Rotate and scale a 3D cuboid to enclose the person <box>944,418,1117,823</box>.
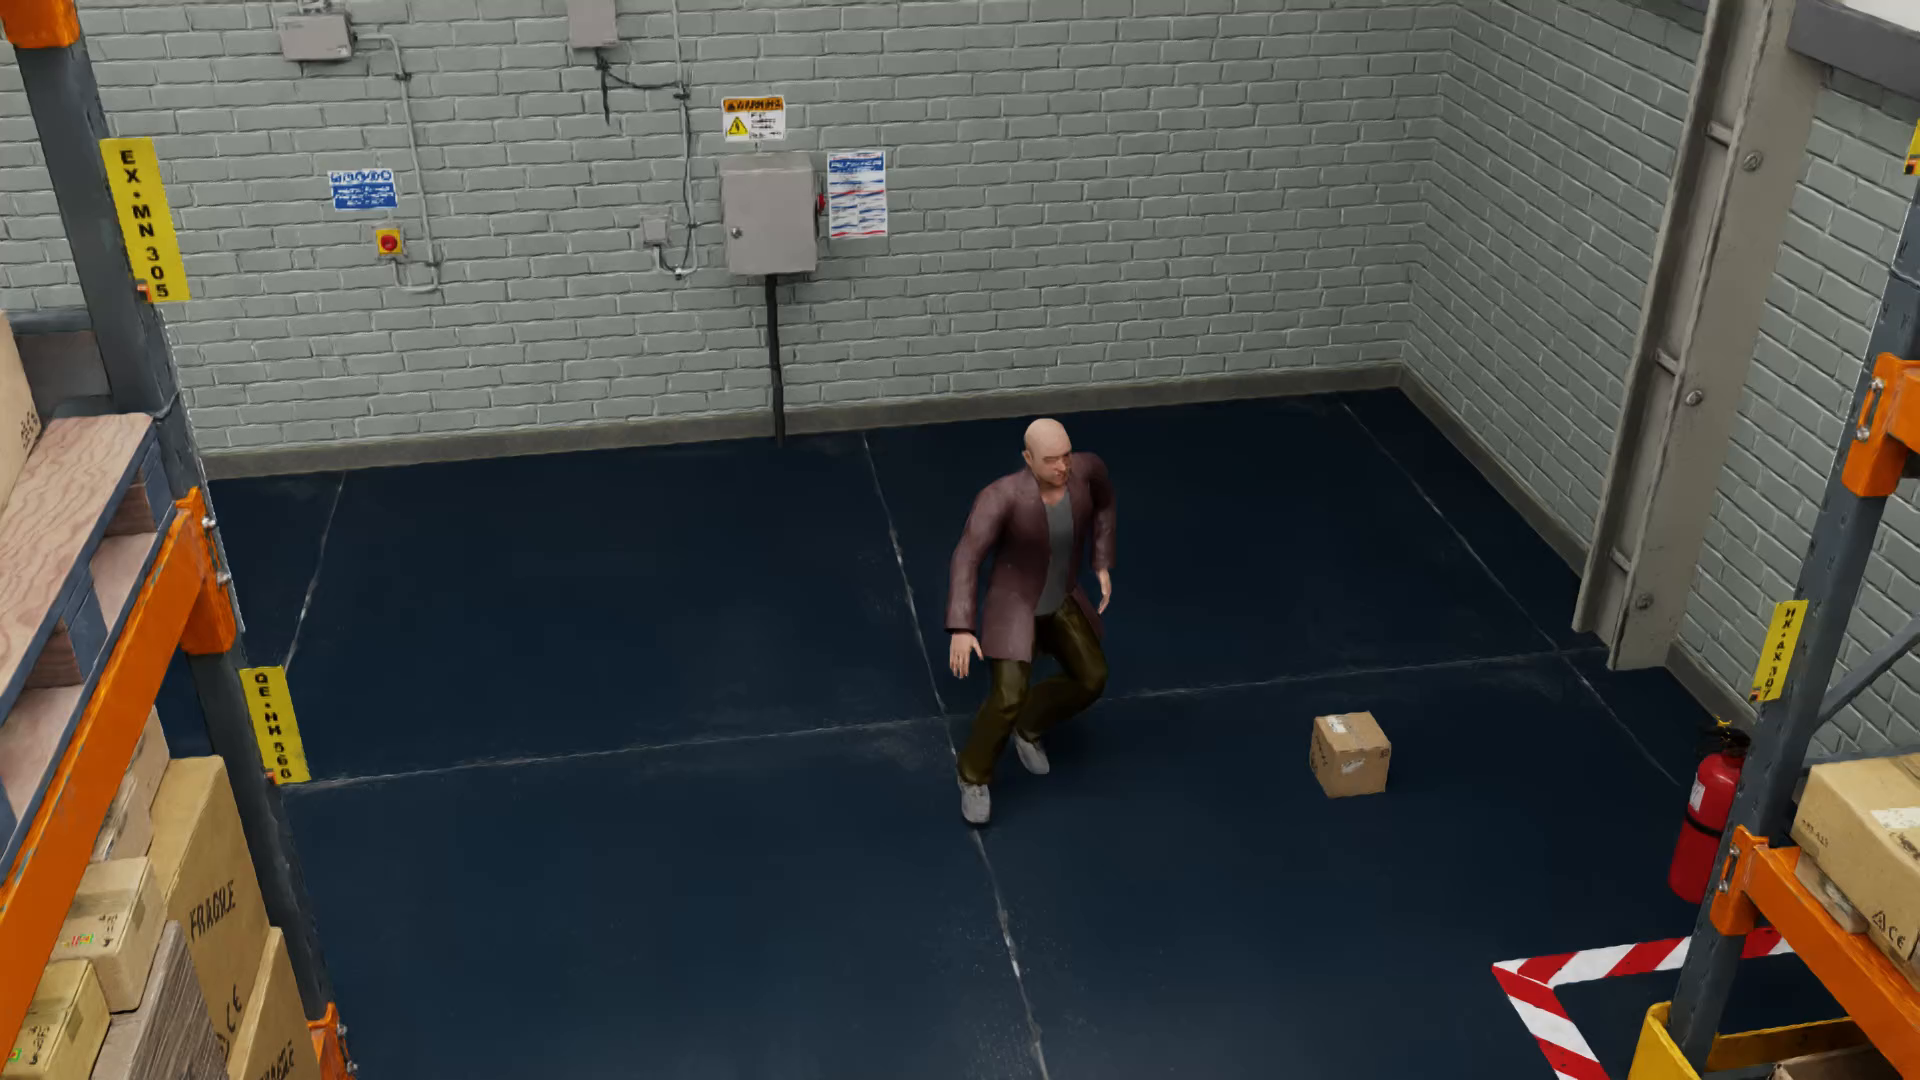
[{"bbox_3d":[0.277,0.284,6.793,0.965,1.693,0.494,-19,35,-30],"label":"person"}]
